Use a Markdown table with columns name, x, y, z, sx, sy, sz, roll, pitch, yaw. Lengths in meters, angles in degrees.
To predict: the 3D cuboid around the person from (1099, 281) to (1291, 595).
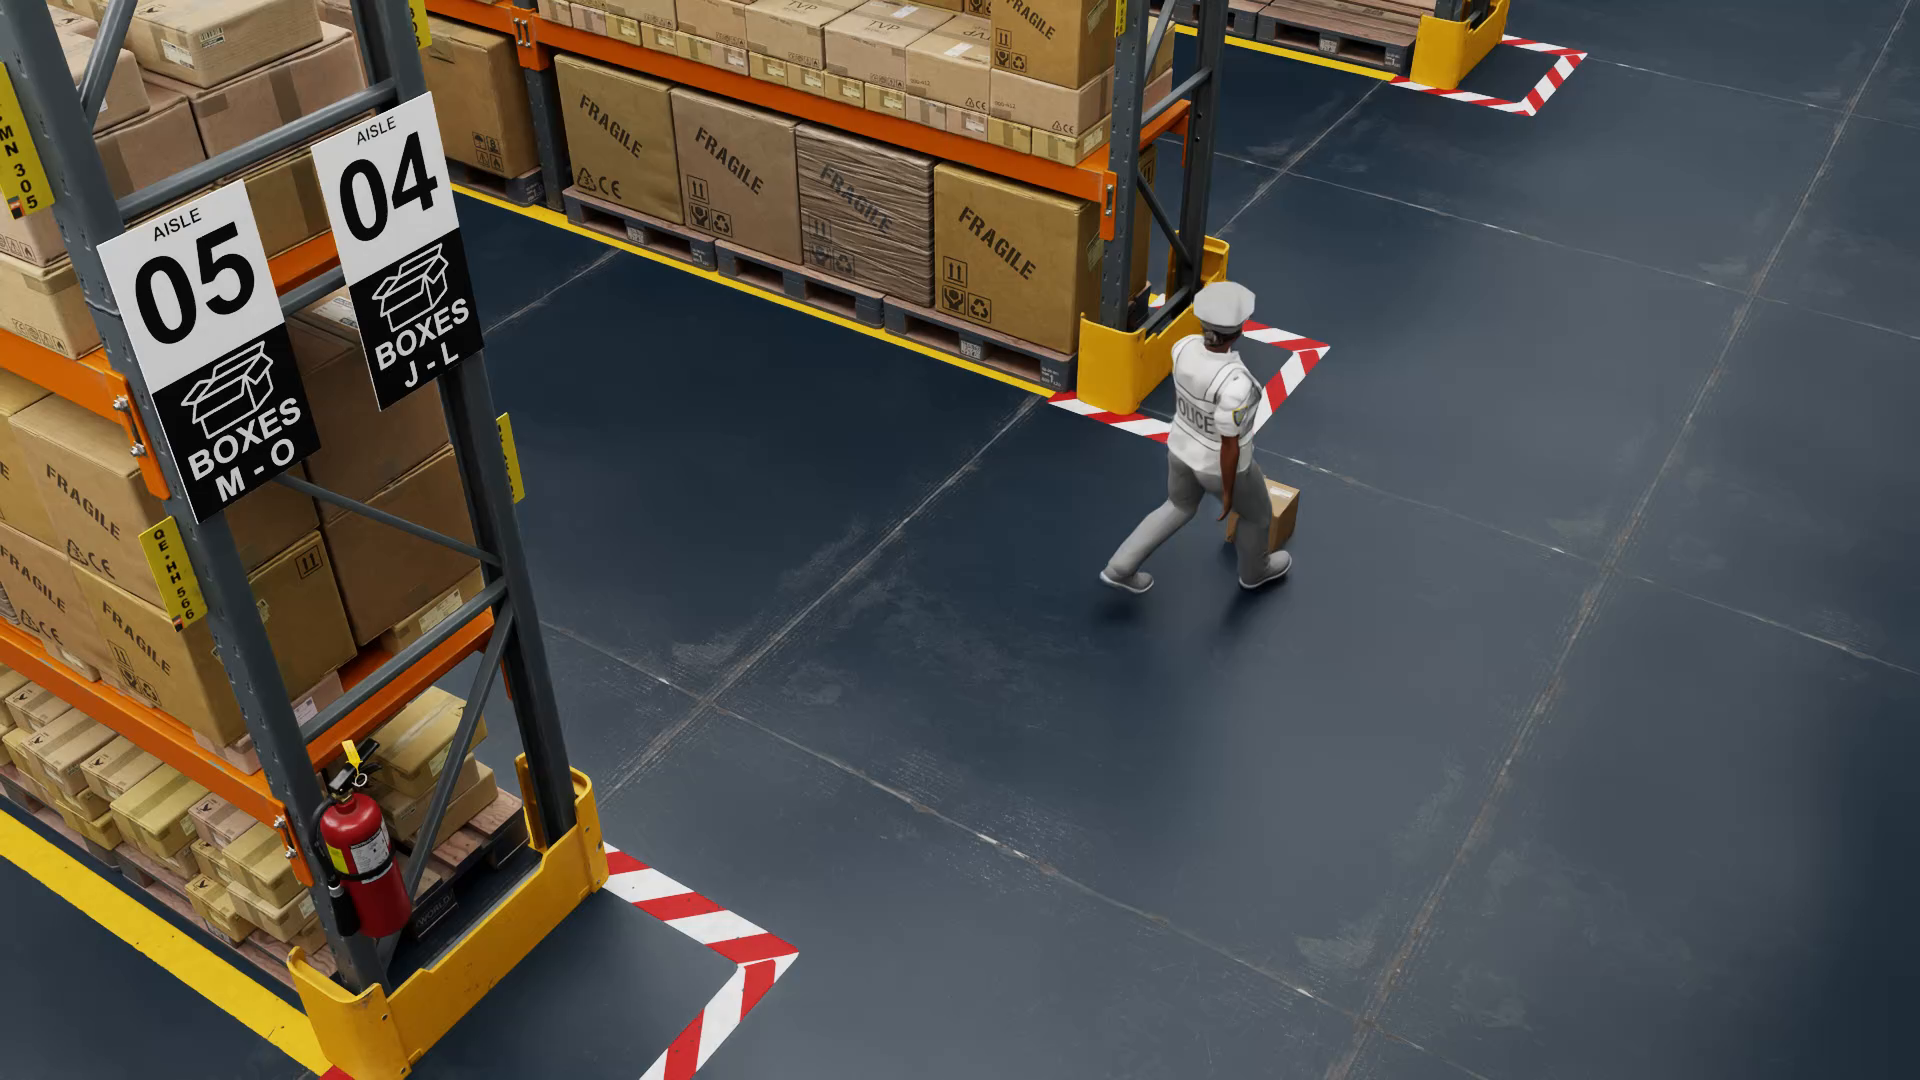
| name | x | y | z | sx | sy | sz | roll | pitch | yaw |
| --- | --- | --- | --- | --- | --- | --- | --- | --- | --- |
| person | 1.118 | -0.398 | 7.189 | 0.922 | 1.617 | 0.463 | -23 | 44 | -26 |
